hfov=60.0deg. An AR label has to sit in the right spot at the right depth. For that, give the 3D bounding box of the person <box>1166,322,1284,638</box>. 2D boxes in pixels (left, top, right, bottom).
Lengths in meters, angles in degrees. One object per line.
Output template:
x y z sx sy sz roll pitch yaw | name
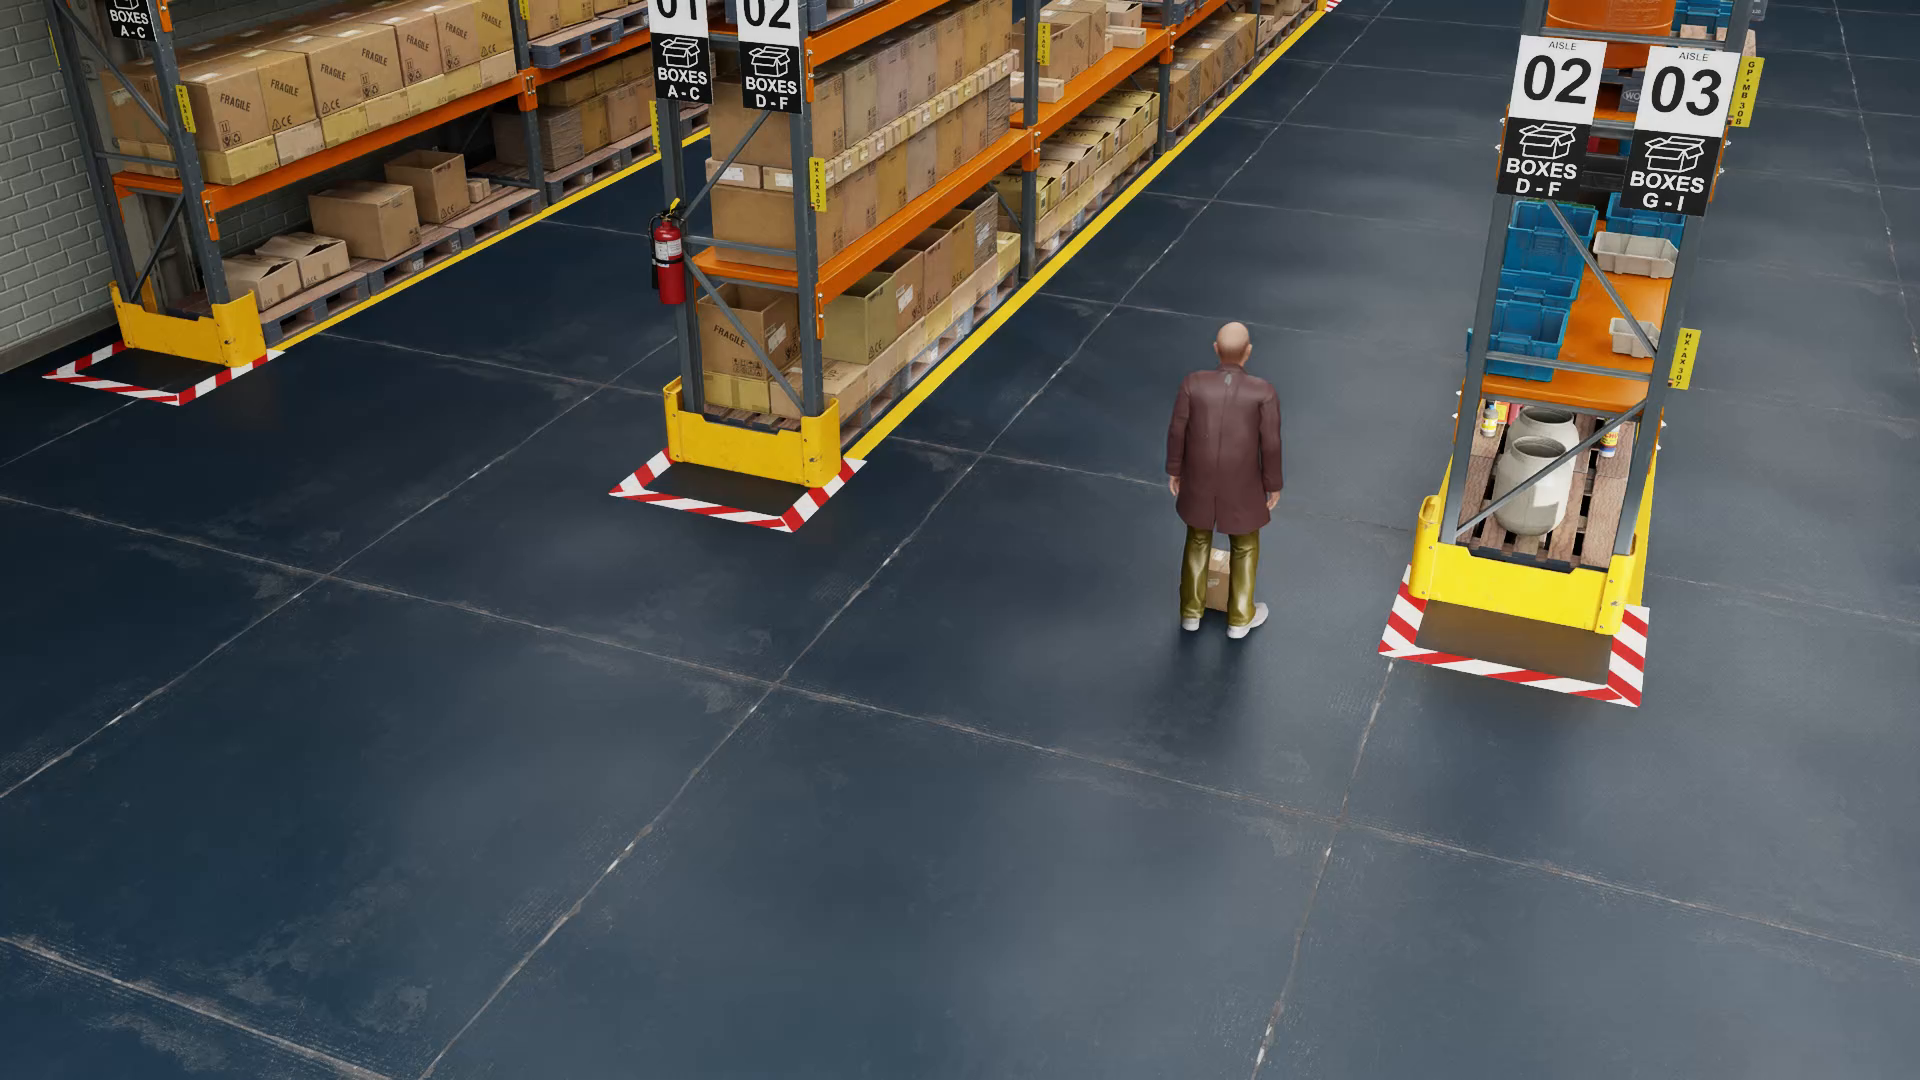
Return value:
1.424 -0.238 9.031 0.647 1.592 0.419 11 31 19 | person
